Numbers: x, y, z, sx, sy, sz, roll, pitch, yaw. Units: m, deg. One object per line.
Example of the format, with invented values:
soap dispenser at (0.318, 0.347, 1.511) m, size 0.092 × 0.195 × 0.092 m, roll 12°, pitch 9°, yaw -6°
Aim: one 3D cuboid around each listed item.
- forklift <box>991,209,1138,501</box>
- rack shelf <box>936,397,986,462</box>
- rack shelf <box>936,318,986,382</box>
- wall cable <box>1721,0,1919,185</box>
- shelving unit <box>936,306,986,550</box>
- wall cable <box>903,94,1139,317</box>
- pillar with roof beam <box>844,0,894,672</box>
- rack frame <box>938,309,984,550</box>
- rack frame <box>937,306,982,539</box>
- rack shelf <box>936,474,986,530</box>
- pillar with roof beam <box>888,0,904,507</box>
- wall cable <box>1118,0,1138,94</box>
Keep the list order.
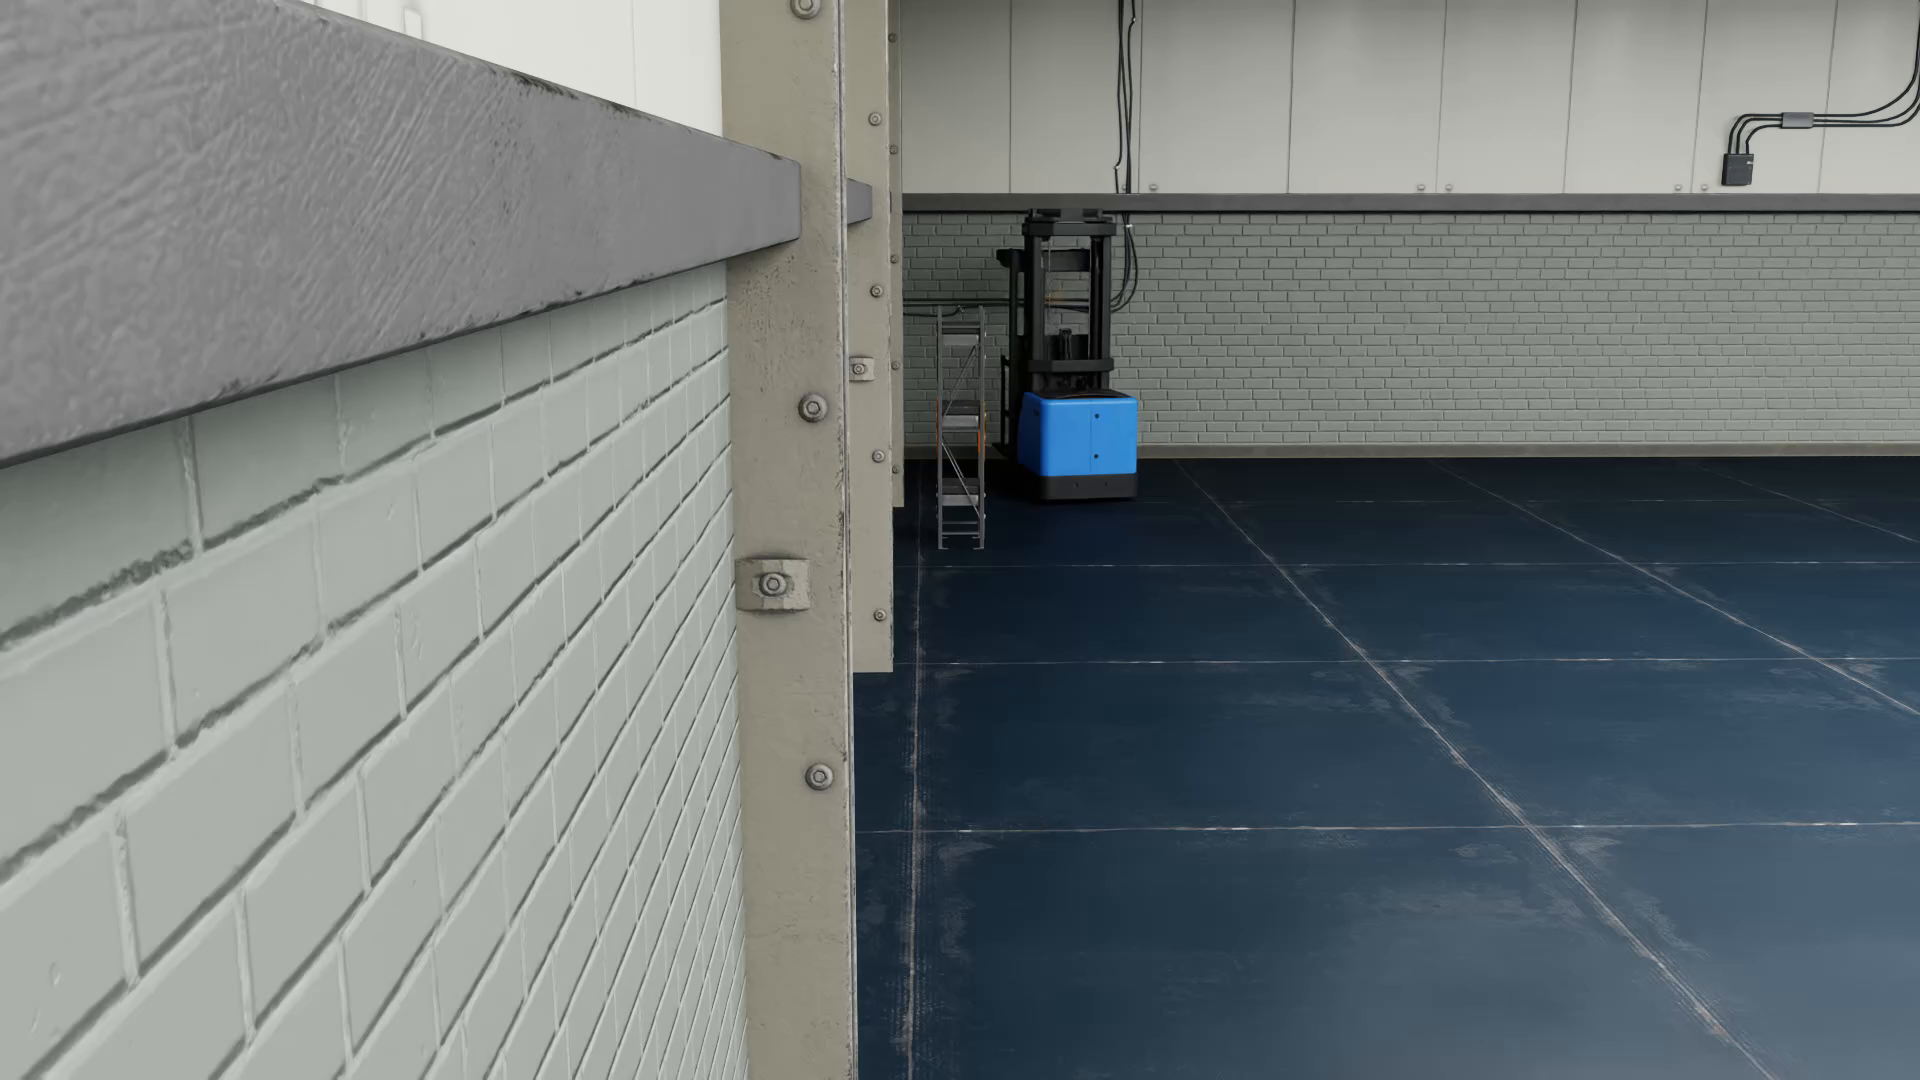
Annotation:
forklift at (1.010, -2.079, 17.935) m, size 1.130 × 2.935 × 3.031 m, roll -2°, pitch 12°, yaw -11°
rack shelf at (0.003, -0.983, 14.691) m, size 0.431 × 0.518 × 0.480 m, roll 0°, pitch 11°, yaw -1°
rack shelf at (0.003, -1.669, 14.552) m, size 0.431 × 0.518 × 0.480 m, roll 0°, pitch 11°, yaw -1°
wall cable at (10.031, -7.076, 18.749) m, size 2.305 × 6.003 × 0.169 m, roll 0°, pitch 11°, yaw -1°
shelving unit at (0.003, -0.996, 14.688) m, size 0.431 × 2.100 × 0.503 m, roll 0°, pitch 11°, yaw -1°
wall cable at (0.539, -3.851, 19.219) m, size 3.097 × 2.526 × 0.112 m, roll 0°, pitch 11°, yaw -1°
pillar with roof beam at (3.706, -3.607, 10.206) m, size 9.100 × 9.000 × 0.400 m, roll 0°, pitch 11°, yaw -1°
rack frame at (0.009, -0.948, 14.449) m, size 0.400 × 2.100 × 0.015 m, roll 0°, pitch 11°, yaw -1°
rack frame at (-0.002, -1.045, 14.927) m, size 0.400 × 2.100 × 0.015 m, roll 0°, pitch 11°, yaw -1°
rack shelf at (0.003, -0.297, 14.830) m, size 0.431 × 0.518 × 0.480 m, roll 0°, pitch 11°, yaw -1°
pillar with roof beam at (3.582, -4.800, 16.085) m, size 9.100 × 9.000 × 0.400 m, roll 0°, pitch 11°, yaw -1°
wall cable at (3.244, -6.338, 18.772) m, size 3.097 × 2.526 × 0.112 m, roll 0°, pitch 11°, yaw -1°
